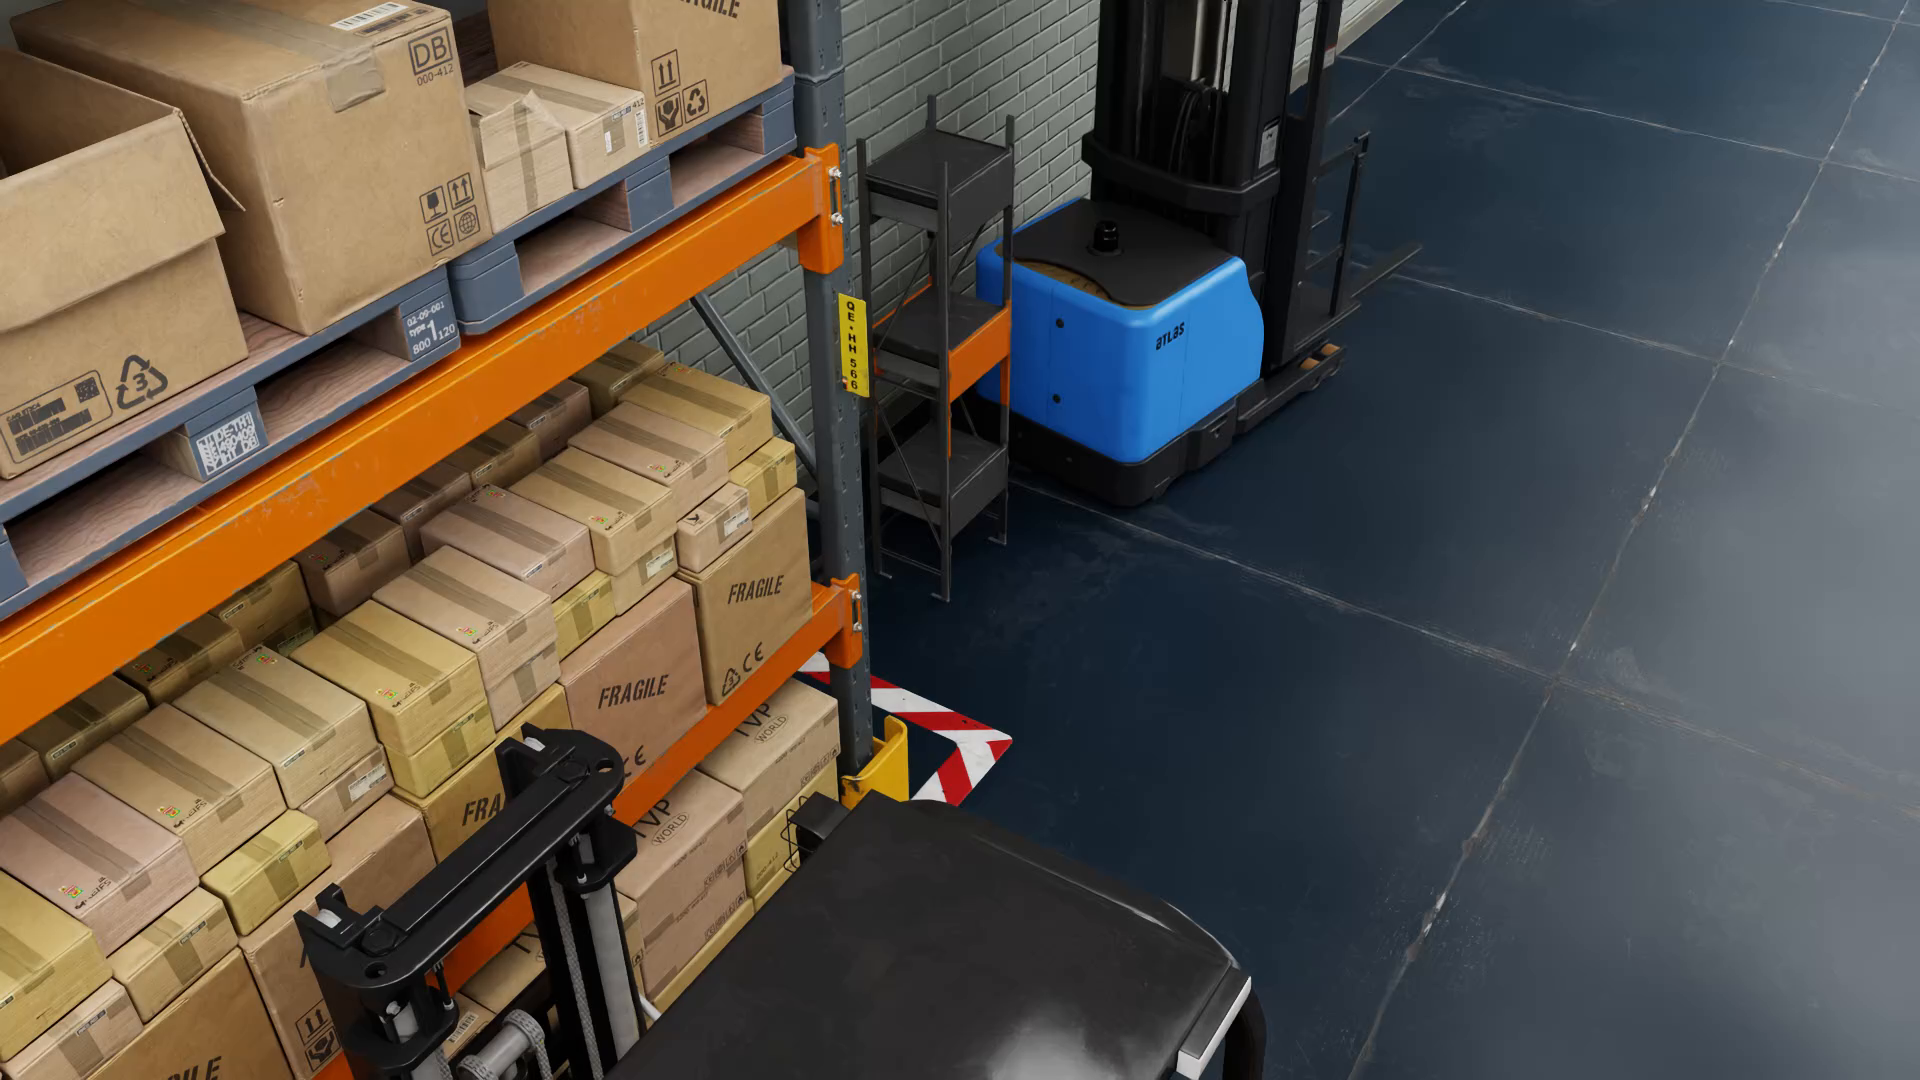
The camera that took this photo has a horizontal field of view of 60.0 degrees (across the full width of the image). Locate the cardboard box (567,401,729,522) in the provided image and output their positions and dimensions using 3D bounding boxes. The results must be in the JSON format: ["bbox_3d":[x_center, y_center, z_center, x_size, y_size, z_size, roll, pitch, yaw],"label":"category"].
[{"bbox_3d":[-0.885,-0.226,4.729,0.380,0.149,0.250,21,42,25],"label":"cardboard box"}]

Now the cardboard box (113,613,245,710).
[{"bbox_3d":[-1.978,0.275,4.080,0.380,0.149,0.250,21,42,25],"label":"cardboard box"}]

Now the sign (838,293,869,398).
[{"bbox_3d":[-0.314,-0.570,4.890,0.100,0.325,0.005,21,42,25],"label":"sign"}]

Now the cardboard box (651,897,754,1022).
[{"bbox_3d":[-1.024,1.319,5.490,0.500,0.250,0.500,21,42,25],"label":"cardboard box"}]

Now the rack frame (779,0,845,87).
[{"bbox_3d":[-0.765,-2.578,3.724,1.000,3.000,0.127,21,42,25],"label":"rack frame"}]

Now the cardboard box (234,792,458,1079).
[{"bbox_3d":[-1.627,0.889,4.058,0.500,0.500,0.500,21,43,25],"label":"cardboard box"}]

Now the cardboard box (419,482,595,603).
[{"bbox_3d":[-1.198,0.022,4.408,0.380,0.149,0.250,21,43,25],"label":"cardboard box"}]

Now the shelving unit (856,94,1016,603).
[{"bbox_3d":[-0.089,-0.746,6.998,0.431,2.100,0.503,21,42,25],"label":"shelving unit"}]

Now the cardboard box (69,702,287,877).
[{"bbox_3d":[-1.745,0.554,3.718,0.380,0.149,0.250,21,42,25],"label":"cardboard box"}]

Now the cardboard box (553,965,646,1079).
[{"bbox_3d":[-1.298,1.403,4.971,0.500,0.250,0.500,20,42,24],"label":"cardboard box"}]

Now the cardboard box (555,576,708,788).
[{"bbox_3d":[-1.093,0.362,4.742,0.500,0.500,0.500,23,43,26],"label":"cardboard box"}]

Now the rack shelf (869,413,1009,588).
[{"bbox_3d":[-0.089,-0.181,7.434,0.431,0.518,0.480,21,42,25],"label":"rack shelf"}]

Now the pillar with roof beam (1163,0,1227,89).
[{"bbox_3d":[4.950,-4.199,5.827,9.100,9.000,0.400,21,42,25],"label":"pillar with roof beam"}]

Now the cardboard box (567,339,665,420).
[{"bbox_3d":[-1.125,-0.513,5.102,0.380,0.149,0.250,20,42,24],"label":"cardboard box"}]

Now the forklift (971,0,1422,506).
[{"bbox_3d":[1.414,-2.137,8.121,1.130,2.935,3.031,29,46,32],"label":"forklift"}]

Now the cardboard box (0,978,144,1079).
[{"bbox_3d":[-1.925,0.970,3.422,0.380,0.149,0.250,21,42,25],"label":"cardboard box"}]

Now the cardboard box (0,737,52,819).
[{"bbox_3d":[-2.279,0.532,3.746,0.380,0.149,0.250,21,42,25],"label":"cardboard box"}]

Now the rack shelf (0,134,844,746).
[{"bbox_3d":[-1.837,-0.074,3.522,1.077,0.370,4.000,21,42,25],"label":"rack shelf"}]

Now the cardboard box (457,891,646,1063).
[{"bbox_3d":[-1.279,1.192,4.836,0.500,0.250,0.500,22,43,26],"label":"cardboard box"}]

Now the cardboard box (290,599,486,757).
[{"bbox_3d":[-1.378,0.328,4.011,0.380,0.149,0.250,22,43,26],"label":"cardboard box"}]

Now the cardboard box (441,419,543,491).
[{"bbox_3d":[-1.424,-0.249,4.759,0.380,0.149,0.250,22,43,26],"label":"cardboard box"}]

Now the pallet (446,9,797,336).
[{"bbox_3d":[-1.166,-0.999,4.205,1.003,0.211,1.213,21,42,25],"label":"pallet"}]

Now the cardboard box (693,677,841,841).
[{"bbox_3d":[-0.748,0.664,5.521,0.500,0.250,0.500,23,43,27],"label":"cardboard box"}]

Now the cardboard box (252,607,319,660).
[{"bbox_3d":[-1.915,0.231,4.381,0.380,0.149,0.250,23,43,27],"label":"cardboard box"}]

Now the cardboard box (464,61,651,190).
[{"bbox_3d":[-0.953,-0.970,3.875,0.380,0.149,0.250,20,42,24],"label":"cardboard box"}]

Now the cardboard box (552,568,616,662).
[{"bbox_3d":[-1.159,0.151,4.484,0.380,0.149,0.250,21,42,25],"label":"cardboard box"}]

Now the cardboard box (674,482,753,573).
[{"bbox_3d":[-0.826,-0.087,4.793,0.380,0.149,0.250,22,43,26],"label":"cardboard box"}]

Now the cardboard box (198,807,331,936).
[{"bbox_3d":[-1.670,0.694,3.779,0.380,0.149,0.250,20,42,24],"label":"cardboard box"}]

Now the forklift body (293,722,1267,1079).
[{"bbox_3d":[-0.241,1.708,3.773,2.313,2.155,1.214,21,42,25],"label":"forklift body"}]

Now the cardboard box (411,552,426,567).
[{"bbox_3d":[-1.580,-0.014,4.698,0.380,0.149,0.250,20,42,24],"label":"cardboard box"}]

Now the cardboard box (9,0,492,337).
[{"bbox_3d":[-1.430,-0.833,3.409,0.700,0.500,0.500,21,43,25],"label":"cardboard box"}]

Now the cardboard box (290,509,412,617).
[{"bbox_3d":[-1.689,0.018,4.413,0.380,0.149,0.250,23,43,26],"label":"cardboard box"}]

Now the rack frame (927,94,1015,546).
[{"bbox_3d":[0.042,-0.872,7.161,0.400,2.100,0.015,21,42,25],"label":"rack frame"}]

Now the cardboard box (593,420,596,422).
[{"bbox_3d":[-1.166,-0.409,5.210,0.380,0.149,0.250,20,42,24],"label":"cardboard box"}]

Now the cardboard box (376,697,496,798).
[{"bbox_3d":[-1.381,0.441,4.108,0.380,0.149,0.250,21,43,25],"label":"cardboard box"}]

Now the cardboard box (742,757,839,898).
[{"bbox_3d":[-0.762,0.875,5.656,0.500,0.250,0.500,21,42,25],"label":"cardboard box"}]

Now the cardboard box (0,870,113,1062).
[{"bbox_3d":[-1.953,0.838,3.350,0.380,0.149,0.250,21,42,24],"label":"cardboard box"}]
